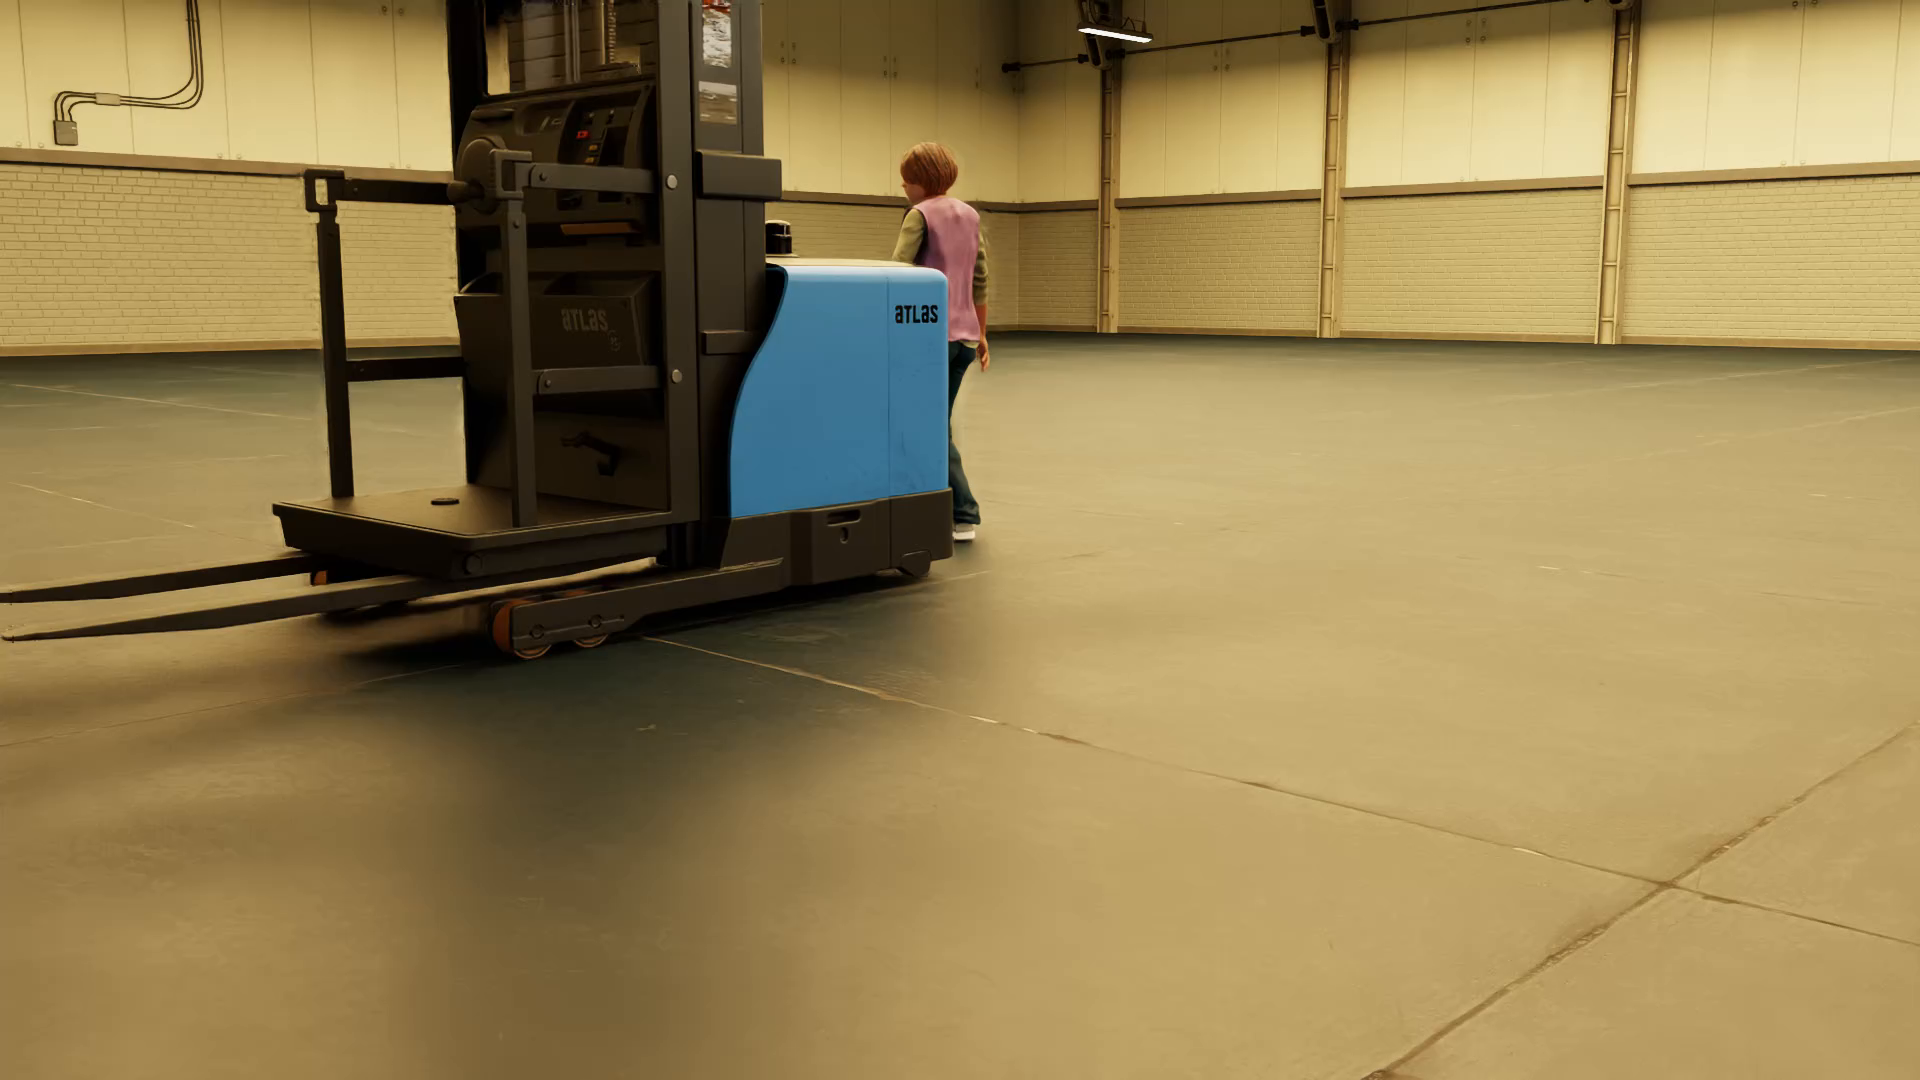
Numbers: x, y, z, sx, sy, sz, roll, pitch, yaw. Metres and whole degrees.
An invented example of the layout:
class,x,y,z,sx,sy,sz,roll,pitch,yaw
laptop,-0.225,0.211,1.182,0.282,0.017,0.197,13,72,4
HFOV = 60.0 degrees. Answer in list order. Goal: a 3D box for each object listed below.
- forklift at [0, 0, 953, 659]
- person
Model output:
class,x,y,z,sx,sy,sz,roll,pitch,yaw
forklift,-1.380,-1.207,4.892,1.130,2.935,3.031,8,11,41
person,-0.158,-0.793,6.713,0.603,1.575,0.566,7,11,38
